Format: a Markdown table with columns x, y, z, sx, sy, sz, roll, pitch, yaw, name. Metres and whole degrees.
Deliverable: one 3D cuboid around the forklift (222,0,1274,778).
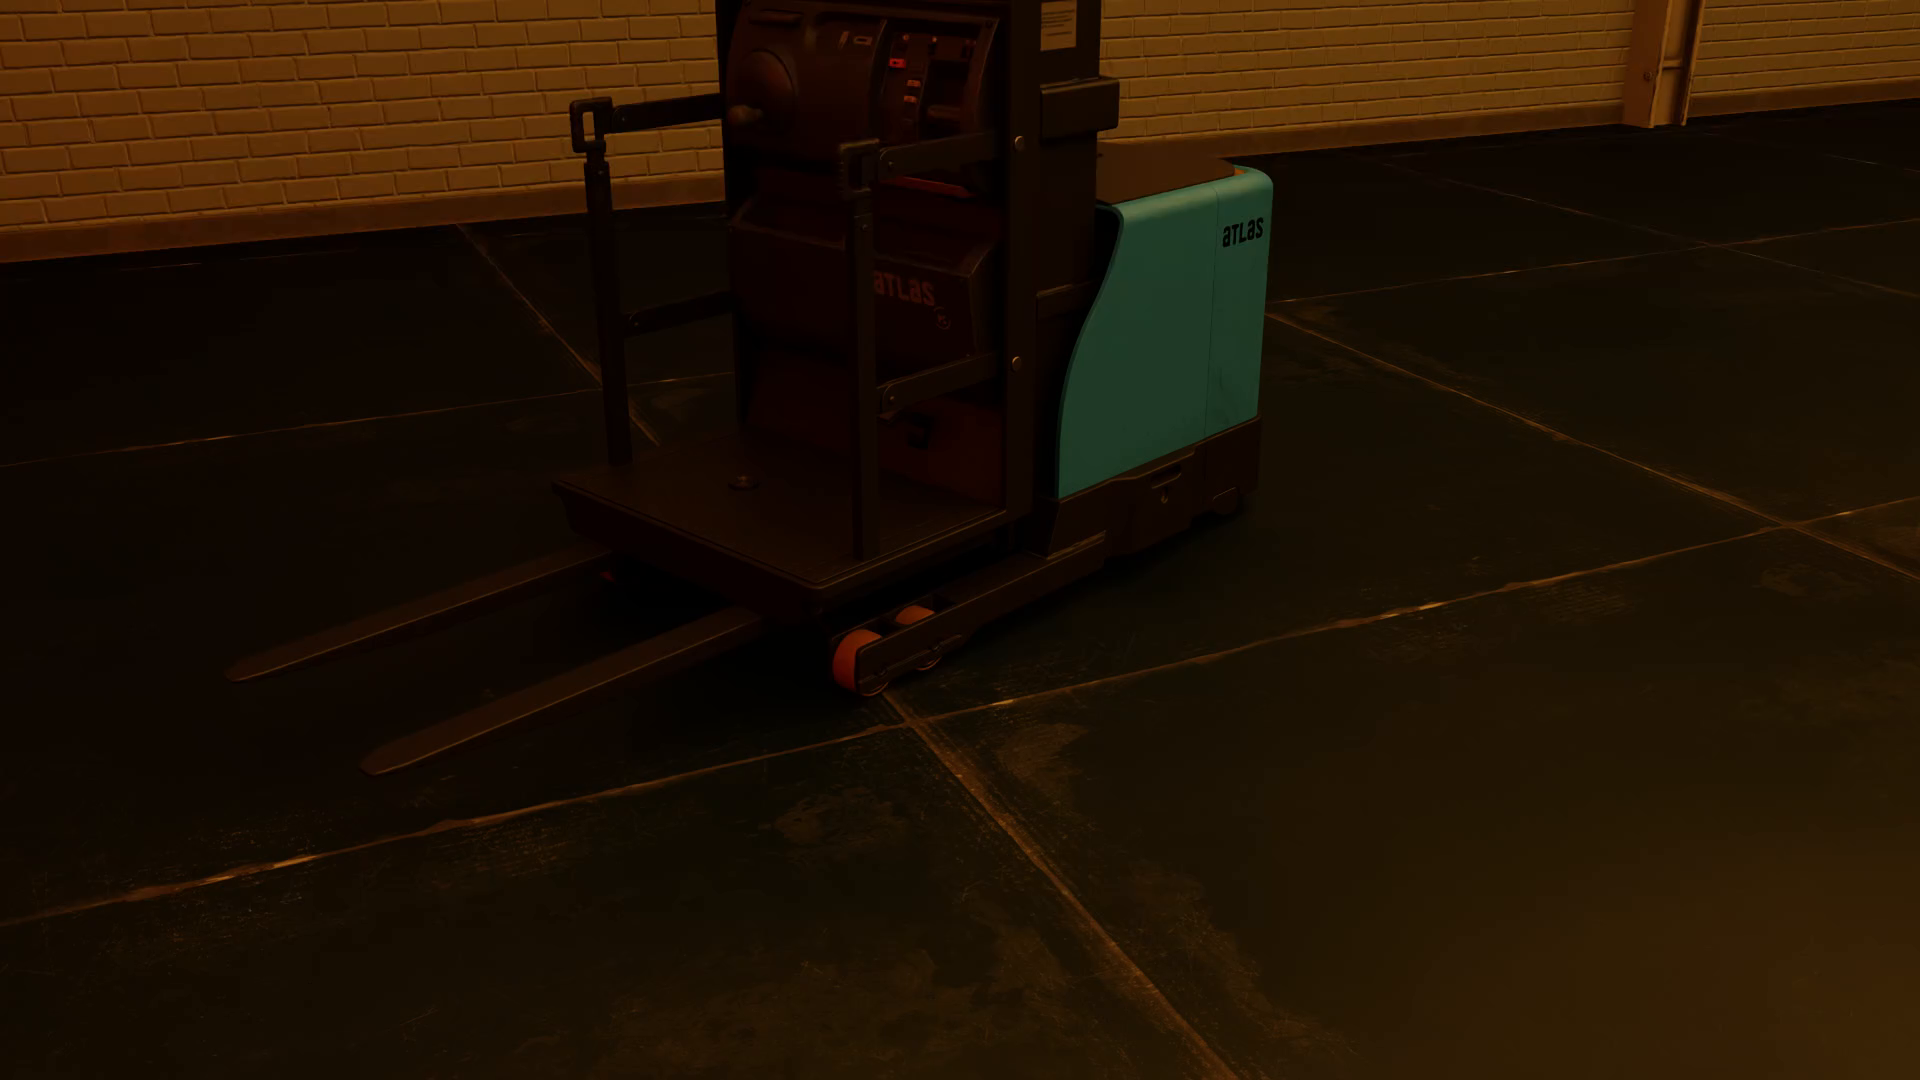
| x | y | z | sx | sy | sz | roll | pitch | yaw | name |
| --- | --- | --- | --- | --- | --- | --- | --- | --- | --- |
| -0.413 | -1.182 | 4.131 | 1.130 | 2.935 | 3.031 | 19 | 29 | 39 | forklift |
